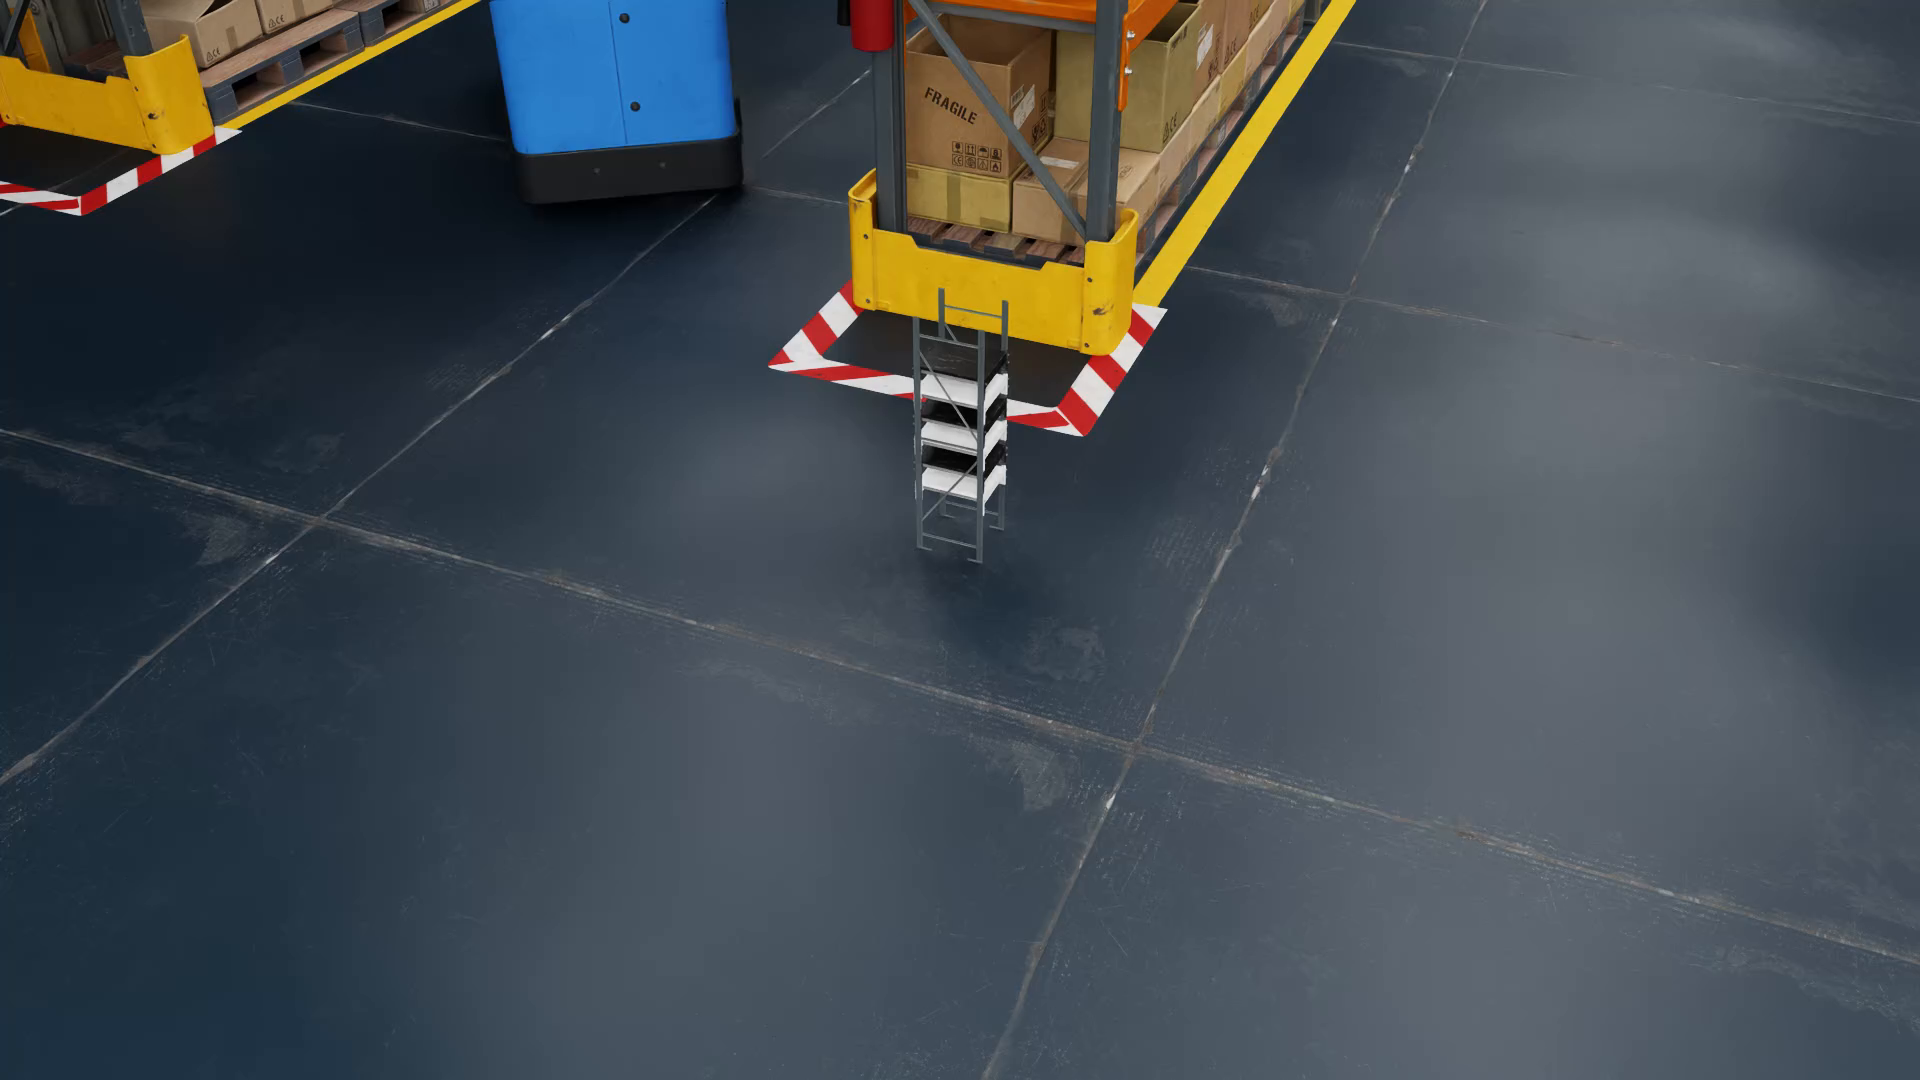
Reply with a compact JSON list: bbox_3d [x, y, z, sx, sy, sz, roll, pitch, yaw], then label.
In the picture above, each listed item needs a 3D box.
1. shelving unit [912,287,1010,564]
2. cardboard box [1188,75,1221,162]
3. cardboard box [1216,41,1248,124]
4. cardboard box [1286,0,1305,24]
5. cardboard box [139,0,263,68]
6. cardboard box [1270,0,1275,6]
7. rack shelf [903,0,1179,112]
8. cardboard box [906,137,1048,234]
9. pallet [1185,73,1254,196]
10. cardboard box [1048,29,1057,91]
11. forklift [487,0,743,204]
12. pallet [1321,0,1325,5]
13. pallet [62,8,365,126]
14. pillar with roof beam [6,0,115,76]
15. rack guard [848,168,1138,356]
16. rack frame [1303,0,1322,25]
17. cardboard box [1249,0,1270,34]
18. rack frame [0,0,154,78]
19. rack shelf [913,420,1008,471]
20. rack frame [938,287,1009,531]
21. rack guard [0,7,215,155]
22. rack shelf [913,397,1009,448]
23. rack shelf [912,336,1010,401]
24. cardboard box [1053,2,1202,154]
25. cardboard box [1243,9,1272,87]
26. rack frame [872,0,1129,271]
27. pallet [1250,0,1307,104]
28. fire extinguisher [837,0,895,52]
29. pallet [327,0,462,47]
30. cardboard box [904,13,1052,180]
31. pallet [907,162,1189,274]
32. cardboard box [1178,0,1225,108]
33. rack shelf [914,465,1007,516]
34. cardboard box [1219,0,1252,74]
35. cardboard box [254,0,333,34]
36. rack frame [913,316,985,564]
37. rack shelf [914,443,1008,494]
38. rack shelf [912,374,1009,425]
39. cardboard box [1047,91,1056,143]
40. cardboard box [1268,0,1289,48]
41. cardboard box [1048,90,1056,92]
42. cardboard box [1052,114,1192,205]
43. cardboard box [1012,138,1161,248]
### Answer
[{"bbox_3d":[0.003,-0.365,5.487,0.258,0.900,0.210,14,39,18],"label":"shelving unit"},{"bbox_3d":[0.925,-2.046,7.928,0.500,0.250,0.500,14,39,18],"label":"cardboard box"},{"bbox_3d":[1.120,-2.322,8.297,0.500,0.250,0.500,14,39,18],"label":"cardboard box"},{"bbox_3d":[1.685,-3.153,9.409,0.500,0.250,0.500,14,39,18],"label":"cardboard box"},{"bbox_3d":[-4.099,-2.767,8.824,0.500,0.311,0.500,10,38,13],"label":"cardboard box"},{"bbox_3d":[1.484,-3.180,8.818,0.500,0.500,0.500,14,39,18],"label":"cardboard box"},{"bbox_3d":[0.898,-2.998,7.856,1.077,0.370,4.000,14,39,18],"label":"rack shelf"},{"bbox_3d":[0.068,-1.609,7.344,0.500,0.250,0.500,14,39,18],"label":"cardboard box"},{"bbox_3d":[0.855,-2.168,8.474,1.003,0.211,1.213,14,39,18],"label":"pallet"},{"bbox_3d":[0.433,-2.467,7.865,0.500,0.500,0.500,14,39,18],"label":"cardboard box"},{"bbox_3d":[-1.832,-3.615,8.139,1.130,2.935,3.031,-7,37,-9],"label":"forklift"},{"bbox_3d":[1.904,-3.693,10.514,1.003,0.211,1.213,14,39,18],"label":"pallet"},{"bbox_3d":[-4.074,-2.672,9.148,1.003,0.211,1.213,14,39,18],"label":"pallet"},{"bbox_3d":[-0.997,-5.312,5.340,9.100,9.000,0.400,14,39,18],"label":"pillar with roof beam"},{"bbox_3d":[0.128,-1.164,6.890,1.175,0.500,0.348,14,39,18],"label":"rack guard"},{"bbox_3d":[1.659,-4.393,9.122,1.000,3.000,0.127,14,39,18],"label":"rack frame"},{"bbox_3d":[1.297,-2.902,8.446,0.500,0.500,0.500,14,39,18],"label":"cardboard box"},{"bbox_3d":[-4.445,-3.305,7.666,1.000,3.000,0.127,14,39,18],"label":"rack frame"},{"bbox_3d":[0.003,-0.338,5.507,0.258,0.077,0.200,14,39,18],"label":"rack shelf"},{"bbox_3d":[0.042,-0.421,5.562,0.240,0.900,0.006,14,39,18],"label":"rack frame"},{"bbox_3d":[-4.416,-2.346,8.471,1.175,0.500,0.348,14,39,18],"label":"rack guard"},{"bbox_3d":[0.003,-0.410,5.453,0.258,0.077,0.200,14,39,18],"label":"rack shelf"},{"bbox_3d":[0.003,-0.555,5.345,0.258,0.077,0.200,14,39,18],"label":"rack shelf"},{"bbox_3d":[0.736,-2.069,7.332,0.500,0.500,0.500,14,39,18],"label":"cardboard box"},{"bbox_3d":[1.309,-2.599,8.667,0.500,0.250,0.500,14,39,18],"label":"cardboard box"},{"bbox_3d":[0.137,-2.178,6.159,1.000,3.000,0.127,14,39,18],"label":"rack frame"},{"bbox_3d":[1.318,-2.845,9.380,1.003,0.211,1.213,14,39,18],"label":"pallet"},{"bbox_3d":[-0.337,-2.188,6.236,0.296,0.674,0.183,14,39,18],"label":"fire extinguisher"},{"bbox_3d":[-3.609,-3.345,10.049,1.003,0.211,1.213,14,39,18],"label":"pallet"},{"bbox_3d":[0.066,-1.910,7.120,0.500,0.500,0.500,14,39,18],"label":"cardboard box"},{"bbox_3d":[0.390,-1.495,7.573,1.003,0.211,1.213,14,39,18],"label":"pallet"},{"bbox_3d":[0.914,-2.349,7.707,0.500,0.500,0.500,14,39,18],"label":"cardboard box"},{"bbox_3d":[0.003,-0.194,5.614,0.258,0.077,0.200,14,39,18],"label":"rack shelf"},{"bbox_3d":[1.120,-2.622,8.072,0.500,0.500,0.500,14,39,18],"label":"cardboard box"},{"bbox_3d":[-3.882,-3.082,9.247,0.500,0.311,0.500,17,40,21],"label":"cardboard box"},{"bbox_3d":[-0.036,-0.309,5.411,0.240,0.900,0.006,14,39,18],"label":"rack frame"},{"bbox_3d":[0.003,-0.266,5.560,0.258,0.077,0.200,14,39,18],"label":"rack shelf"},{"bbox_3d":[0.003,-0.482,5.399,0.258,0.077,0.200,14,39,18],"label":"rack shelf"},{"bbox_3d":[0.247,-1.889,7.718,0.500,0.250,0.500,14,39,18],"label":"cardboard box"},{"bbox_3d":[1.486,-2.879,9.042,0.500,0.250,0.500,14,39,18],"label":"cardboard box"},{"bbox_3d":[0.436,-2.166,8.089,0.500,0.250,0.500,14,39,18],"label":"cardboard box"},{"bbox_3d":[0.734,-1.769,7.557,0.500,0.250,0.500,14,39,18],"label":"cardboard box"},{"bbox_3d":[0.547,-1.492,7.186,0.500,0.250,0.500,14,39,18],"label":"cardboard box"}]
